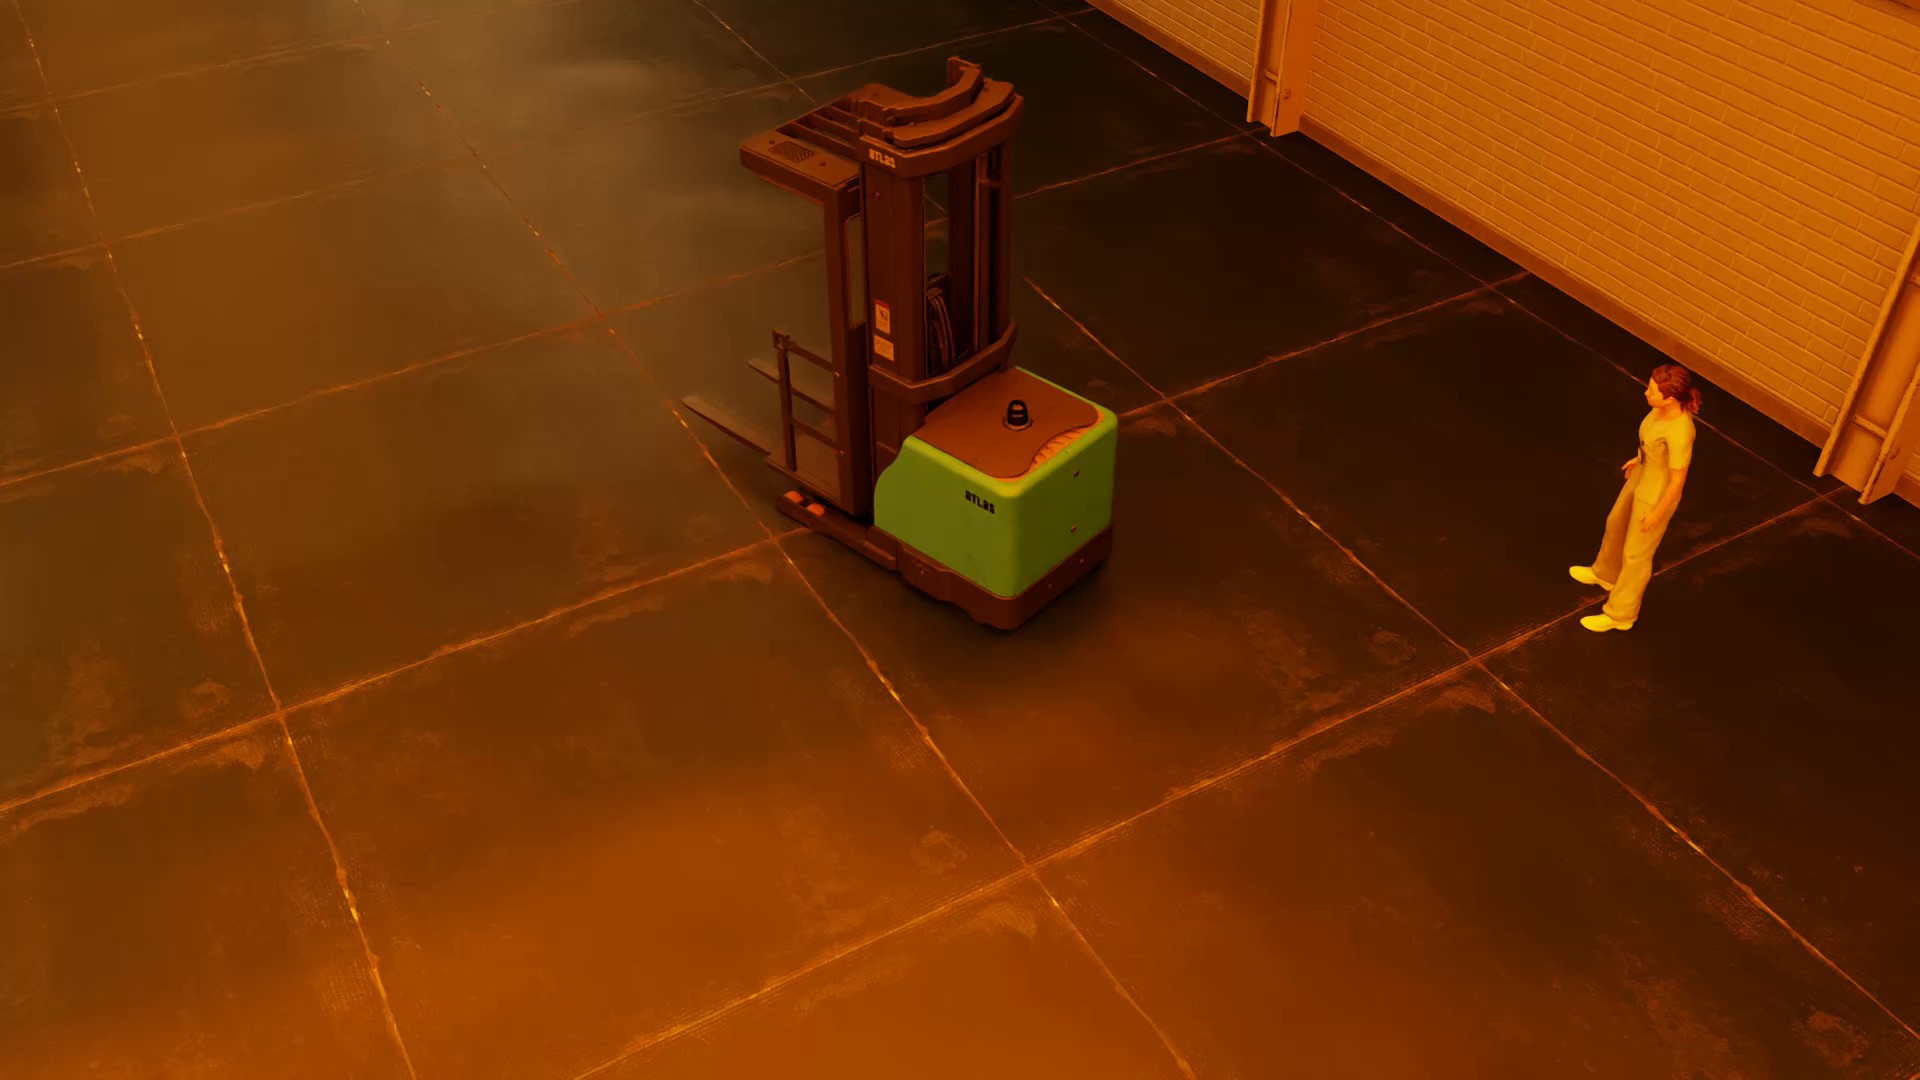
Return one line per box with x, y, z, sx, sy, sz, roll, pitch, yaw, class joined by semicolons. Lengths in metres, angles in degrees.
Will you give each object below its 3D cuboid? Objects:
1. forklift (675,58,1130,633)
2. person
-0.481;-1.366;9.683;3.031;2.935;1.130;26;46;28;forklift
3.839;-0.280;9.366;0.401;1.672;0.611;8;40;9;person
